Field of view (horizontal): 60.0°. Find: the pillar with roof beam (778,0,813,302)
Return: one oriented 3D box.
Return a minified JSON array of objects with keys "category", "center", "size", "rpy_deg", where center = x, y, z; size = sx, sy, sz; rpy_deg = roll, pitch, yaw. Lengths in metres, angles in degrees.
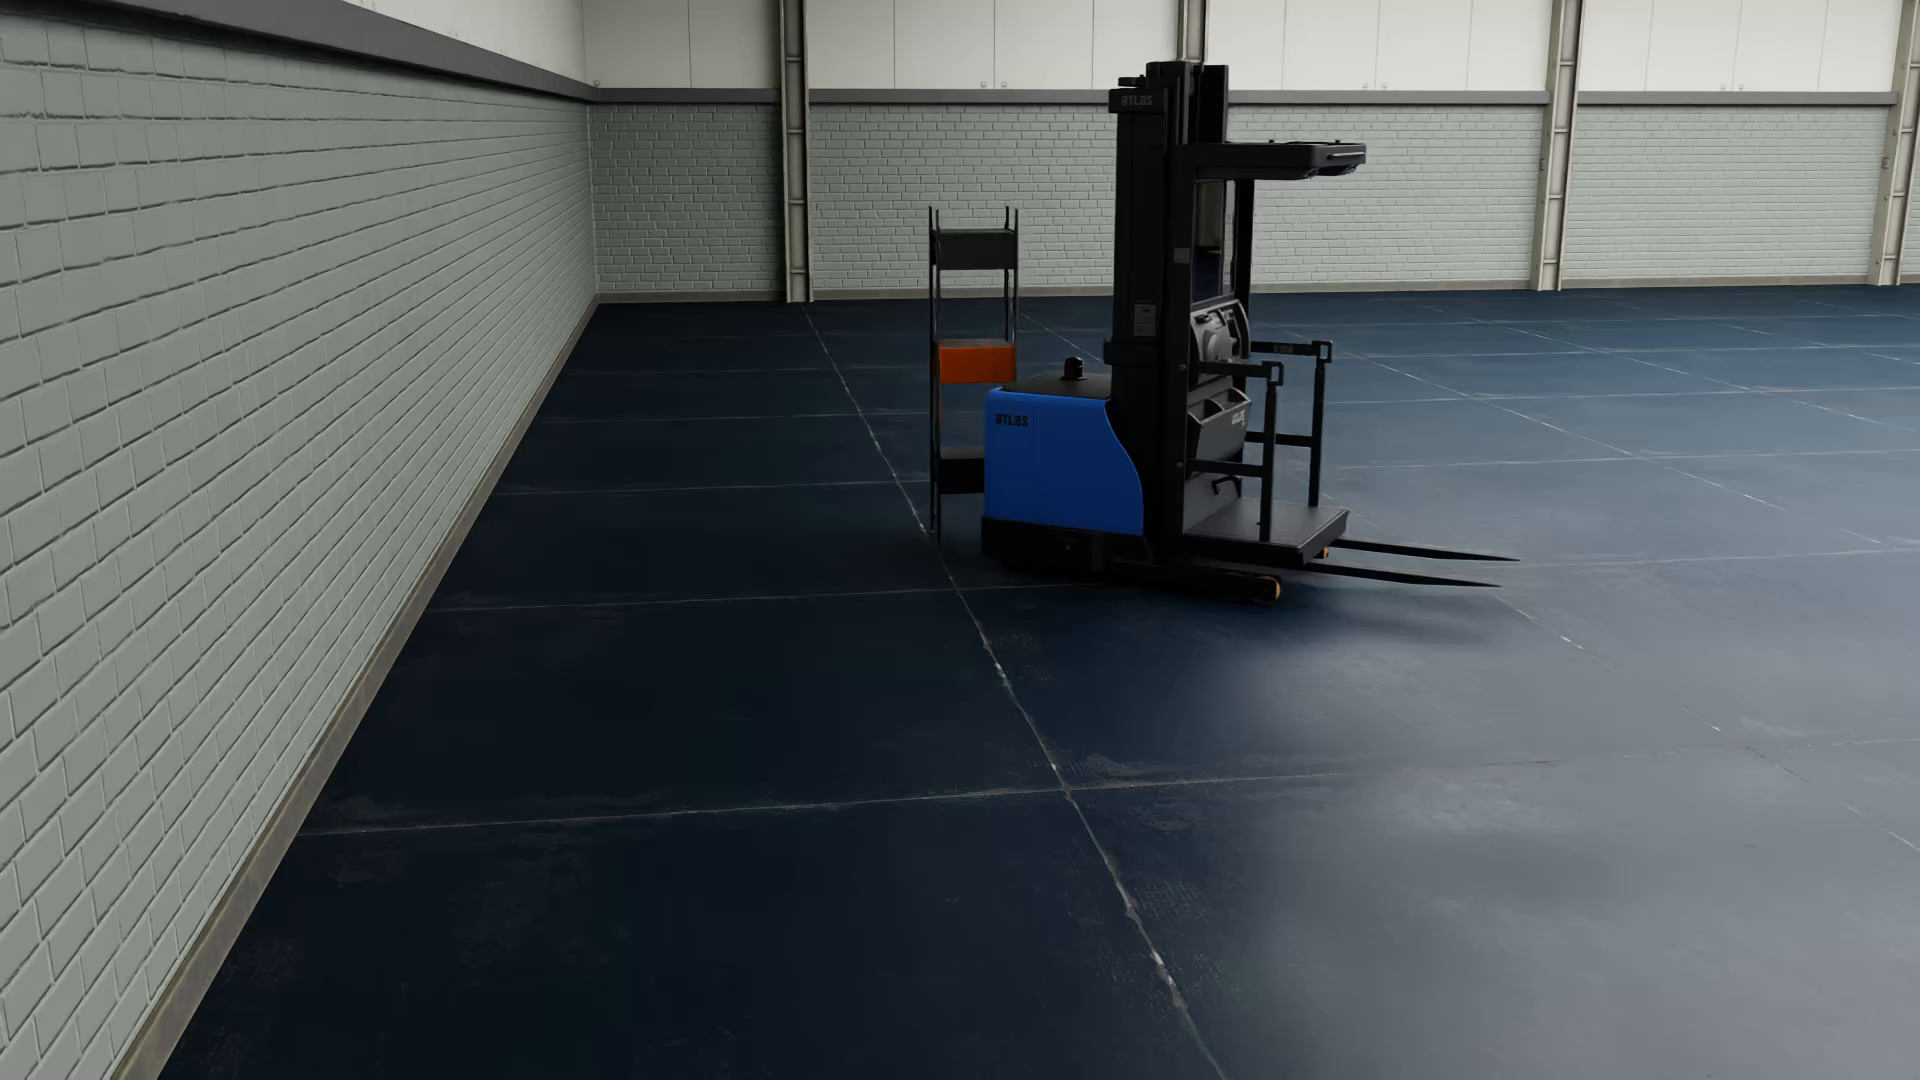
[{"category":"pillar with roof beam","center":[-1.786,-6.937,19.883],"size":[0.400,9.000,9.100],"rpy_deg":[-2,14,-8]}]

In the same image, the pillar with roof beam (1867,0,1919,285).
[{"category":"pillar with roof beam","center":[16.013,-7.589,22.484],"size":[0.400,9.000,9.100],"rpy_deg":[-2,14,-8]}]

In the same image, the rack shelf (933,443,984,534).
[{"category":"rack shelf","center":[0.080,-0.344,10.711],"size":[0.480,0.518,0.431],"rpy_deg":[-2,14,-7]}]

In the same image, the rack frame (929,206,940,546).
[{"category":"rack frame","center":[-0.162,-1.028,10.506],"size":[0.015,2.100,0.400],"rpy_deg":[-2,14,-7]}]

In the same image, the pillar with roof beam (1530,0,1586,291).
[{"category":"pillar with roof beam","center":[10.080,-7.372,21.617],"size":[0.400,9.000,9.100],"rpy_deg":[-2,14,-8]}]

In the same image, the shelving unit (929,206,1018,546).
[{"category":"shelving unit","center":[0.080,-1.036,10.537],"size":[0.503,2.100,0.431],"rpy_deg":[-2,14,-7]}]

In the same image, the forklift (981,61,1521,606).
[{"category":"forklift","center":[1.679,-1.203,9.492],"size":[3.031,2.935,1.130],"rpy_deg":[7,16,26]}]

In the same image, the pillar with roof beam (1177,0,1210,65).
[{"category":"pillar with roof beam","center":[4.147,-7.154,20.750],"size":[0.400,9.000,9.100],"rpy_deg":[-2,14,-8]}]

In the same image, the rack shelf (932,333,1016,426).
[{"category":"rack shelf","center":[0.080,-1.023,10.541],"size":[0.480,0.518,0.431],"rpy_deg":[-2,14,-7]}]

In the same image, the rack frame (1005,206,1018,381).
[{"category":"rack frame","center":[0.322,-1.044,10.569],"size":[0.015,2.100,0.400],"rpy_deg":[-2,14,-7]}]

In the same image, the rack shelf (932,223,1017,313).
[{"category":"rack shelf","center":[0.080,-1.702,10.370],"size":[0.480,0.518,0.431],"rpy_deg":[-2,14,-7]}]
